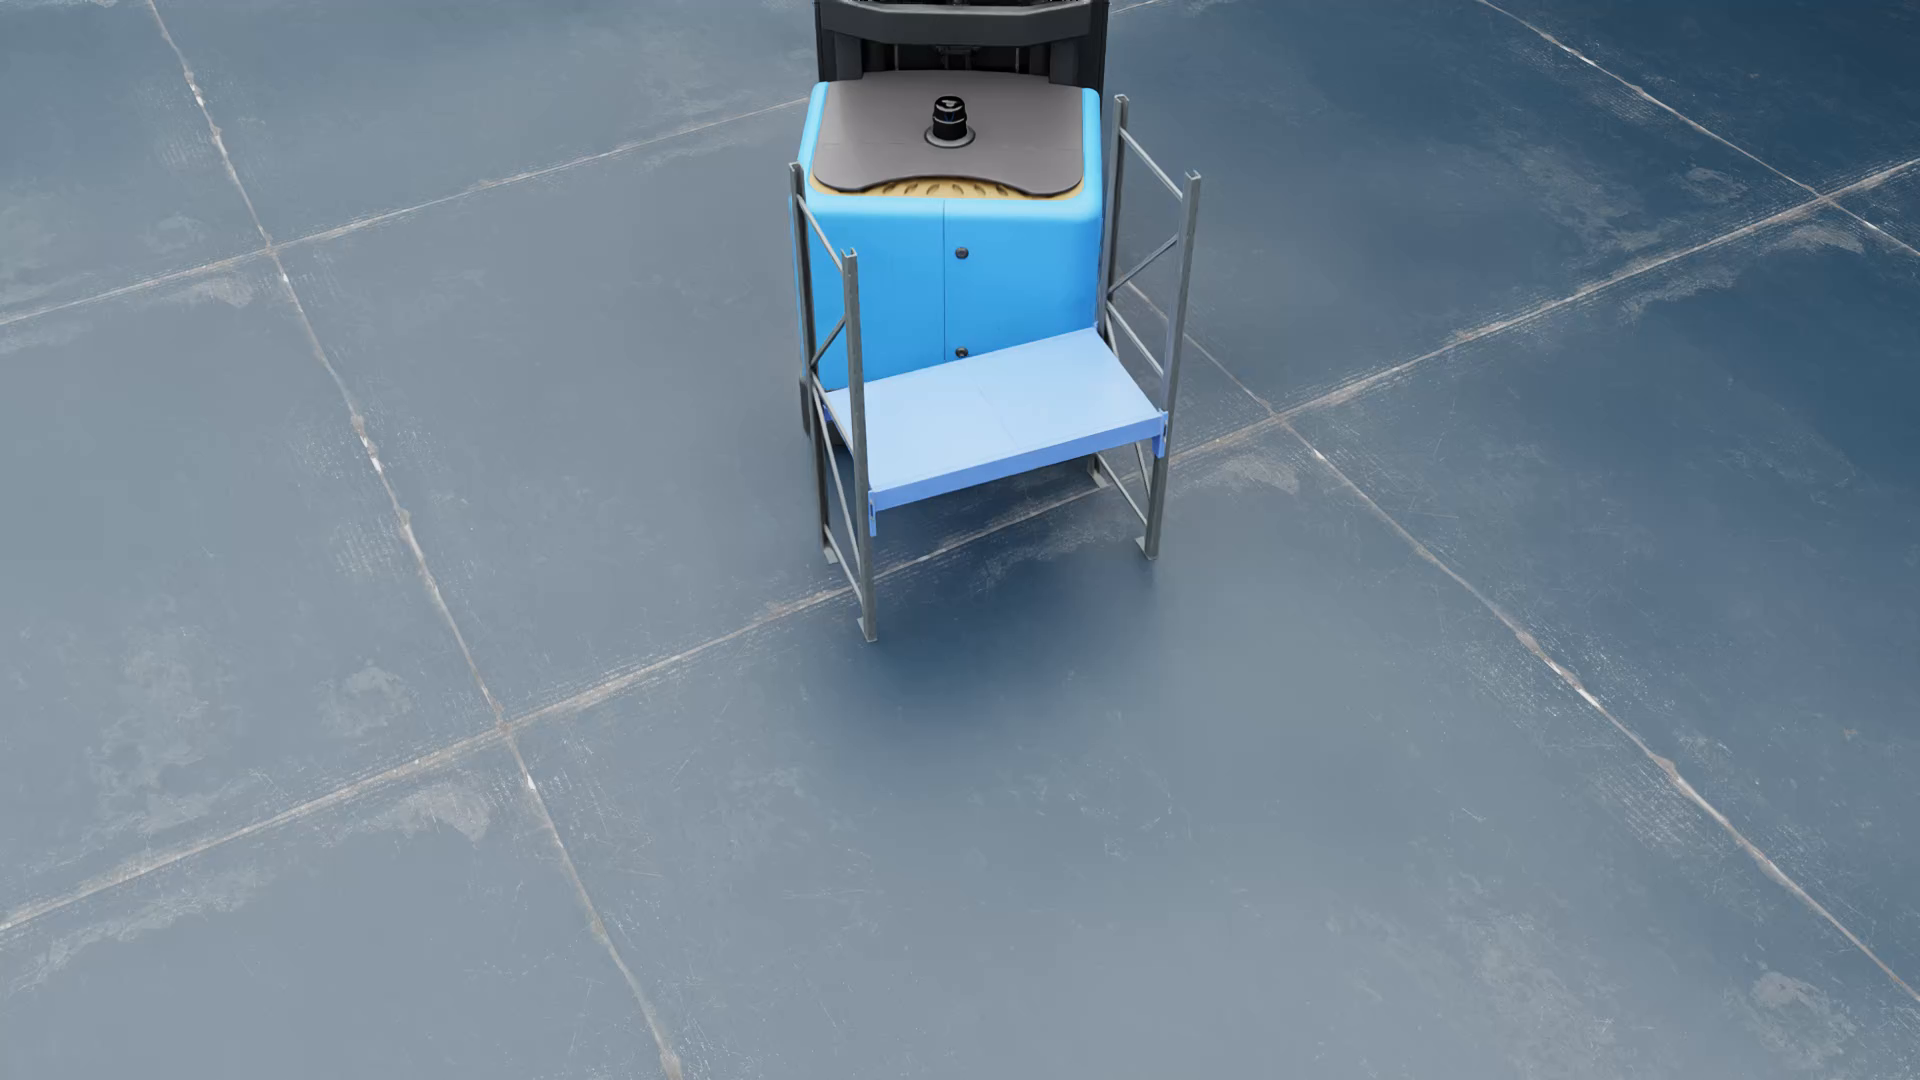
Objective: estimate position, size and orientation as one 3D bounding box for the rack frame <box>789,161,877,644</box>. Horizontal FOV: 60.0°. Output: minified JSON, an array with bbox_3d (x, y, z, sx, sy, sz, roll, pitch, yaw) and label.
[{"bbox_3d":[-0.377,-0.367,5.051,0.032,1.500,0.500,-16,46,-16],"label":"rack frame"}]

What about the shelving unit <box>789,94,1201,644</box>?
[{"bbox_3d":[0.095,-0.499,5.187,1.048,1.500,0.538,-16,46,-16],"label":"shelving unit"}]

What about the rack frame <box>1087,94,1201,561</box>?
[{"bbox_3d":[0.567,-0.630,5.323,0.032,1.500,0.500,-16,46,-16],"label":"rack frame"}]

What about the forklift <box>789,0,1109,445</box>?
[{"bbox_3d":[0.017,-2.385,6.103,1.130,2.935,3.031,2,44,2],"label":"forklift"}]

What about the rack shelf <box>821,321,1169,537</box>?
[{"bbox_3d":[0.095,-0.370,5.312,1.000,0.185,0.538,-16,46,-16],"label":"rack shelf"}]
